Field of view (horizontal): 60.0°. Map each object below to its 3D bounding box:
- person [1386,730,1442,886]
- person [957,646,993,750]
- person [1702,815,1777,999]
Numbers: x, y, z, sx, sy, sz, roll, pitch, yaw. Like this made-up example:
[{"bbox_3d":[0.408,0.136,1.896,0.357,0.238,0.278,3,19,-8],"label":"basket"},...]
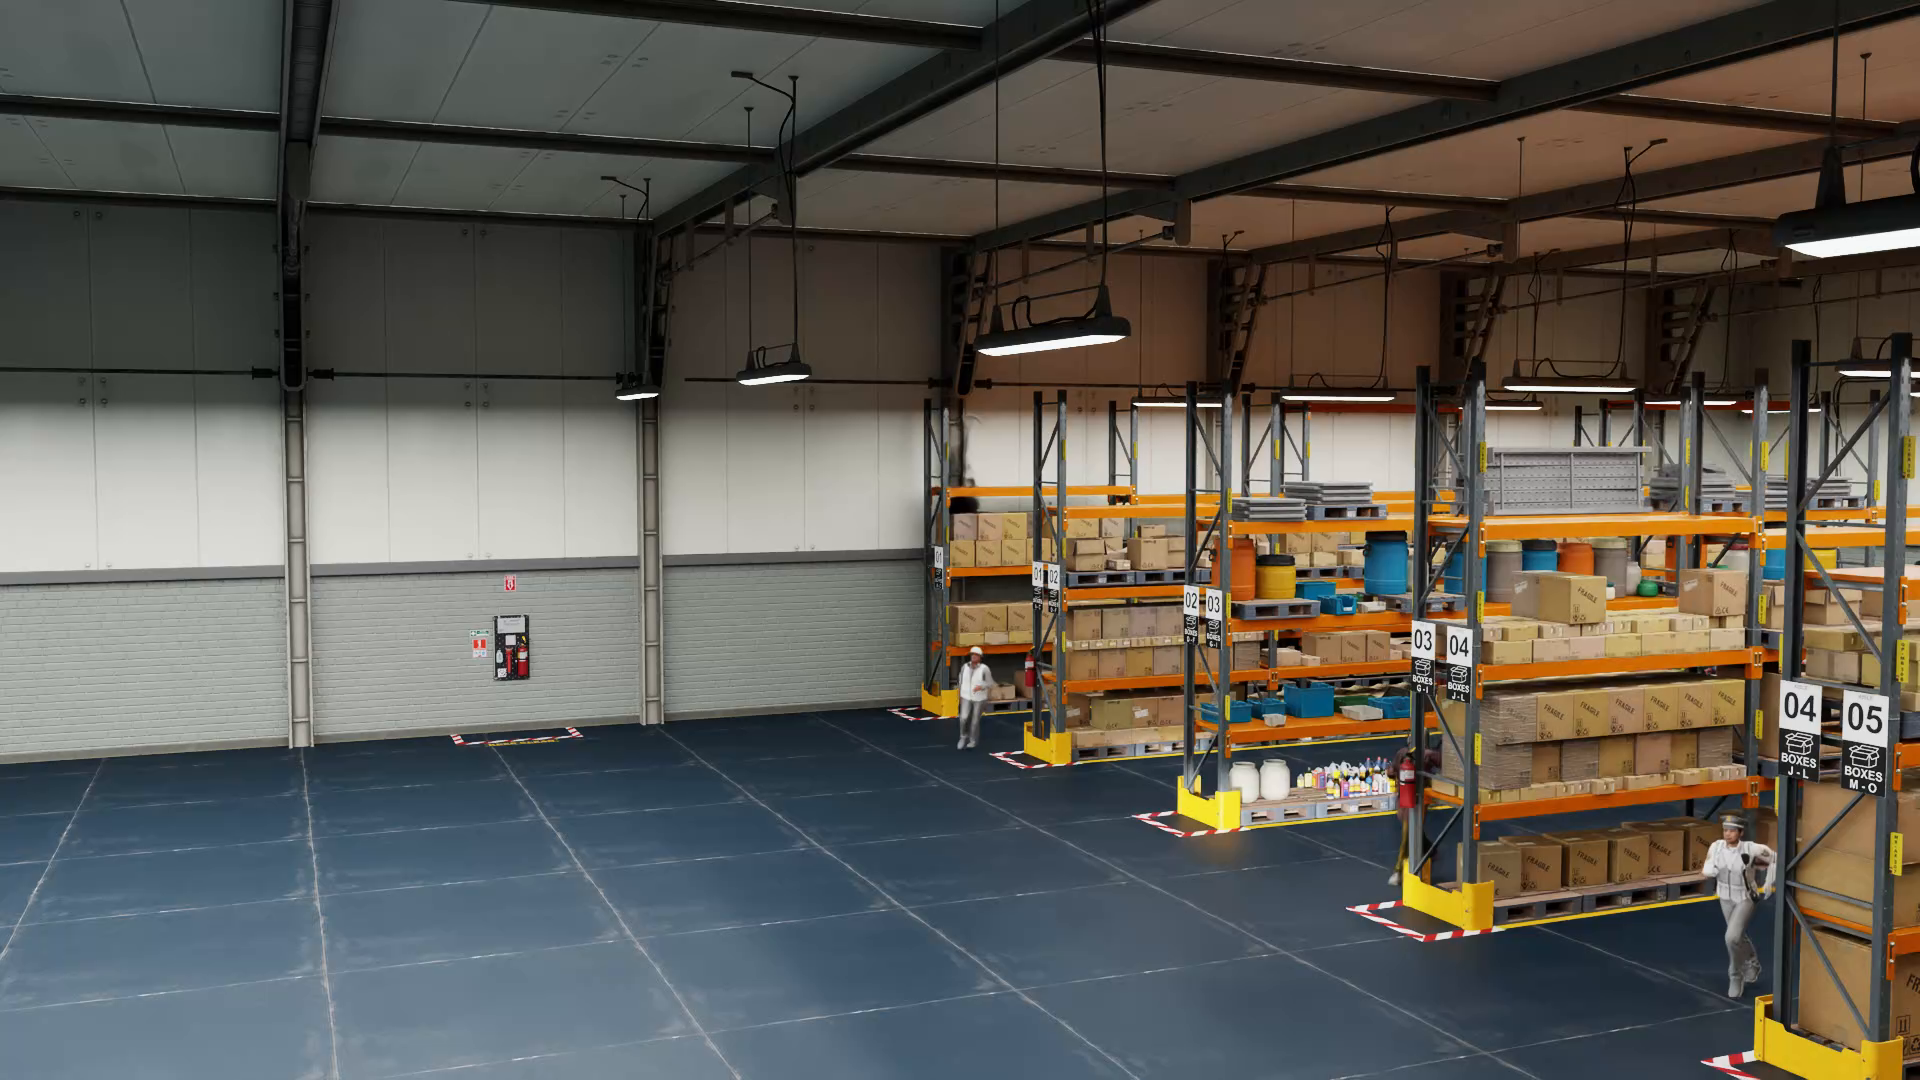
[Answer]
[{"bbox_3d":[5.347,3.099,19.577,0.930,1.812,0.700,-2,4,-30],"label":"person"},{"bbox_3d":[0.242,2.646,27.772,0.650,1.744,0.683,1,3,15],"label":"person"},{"bbox_3d":[7.319,3.419,15.613,0.801,1.732,0.583,-2,4,-35],"label":"person"}]
